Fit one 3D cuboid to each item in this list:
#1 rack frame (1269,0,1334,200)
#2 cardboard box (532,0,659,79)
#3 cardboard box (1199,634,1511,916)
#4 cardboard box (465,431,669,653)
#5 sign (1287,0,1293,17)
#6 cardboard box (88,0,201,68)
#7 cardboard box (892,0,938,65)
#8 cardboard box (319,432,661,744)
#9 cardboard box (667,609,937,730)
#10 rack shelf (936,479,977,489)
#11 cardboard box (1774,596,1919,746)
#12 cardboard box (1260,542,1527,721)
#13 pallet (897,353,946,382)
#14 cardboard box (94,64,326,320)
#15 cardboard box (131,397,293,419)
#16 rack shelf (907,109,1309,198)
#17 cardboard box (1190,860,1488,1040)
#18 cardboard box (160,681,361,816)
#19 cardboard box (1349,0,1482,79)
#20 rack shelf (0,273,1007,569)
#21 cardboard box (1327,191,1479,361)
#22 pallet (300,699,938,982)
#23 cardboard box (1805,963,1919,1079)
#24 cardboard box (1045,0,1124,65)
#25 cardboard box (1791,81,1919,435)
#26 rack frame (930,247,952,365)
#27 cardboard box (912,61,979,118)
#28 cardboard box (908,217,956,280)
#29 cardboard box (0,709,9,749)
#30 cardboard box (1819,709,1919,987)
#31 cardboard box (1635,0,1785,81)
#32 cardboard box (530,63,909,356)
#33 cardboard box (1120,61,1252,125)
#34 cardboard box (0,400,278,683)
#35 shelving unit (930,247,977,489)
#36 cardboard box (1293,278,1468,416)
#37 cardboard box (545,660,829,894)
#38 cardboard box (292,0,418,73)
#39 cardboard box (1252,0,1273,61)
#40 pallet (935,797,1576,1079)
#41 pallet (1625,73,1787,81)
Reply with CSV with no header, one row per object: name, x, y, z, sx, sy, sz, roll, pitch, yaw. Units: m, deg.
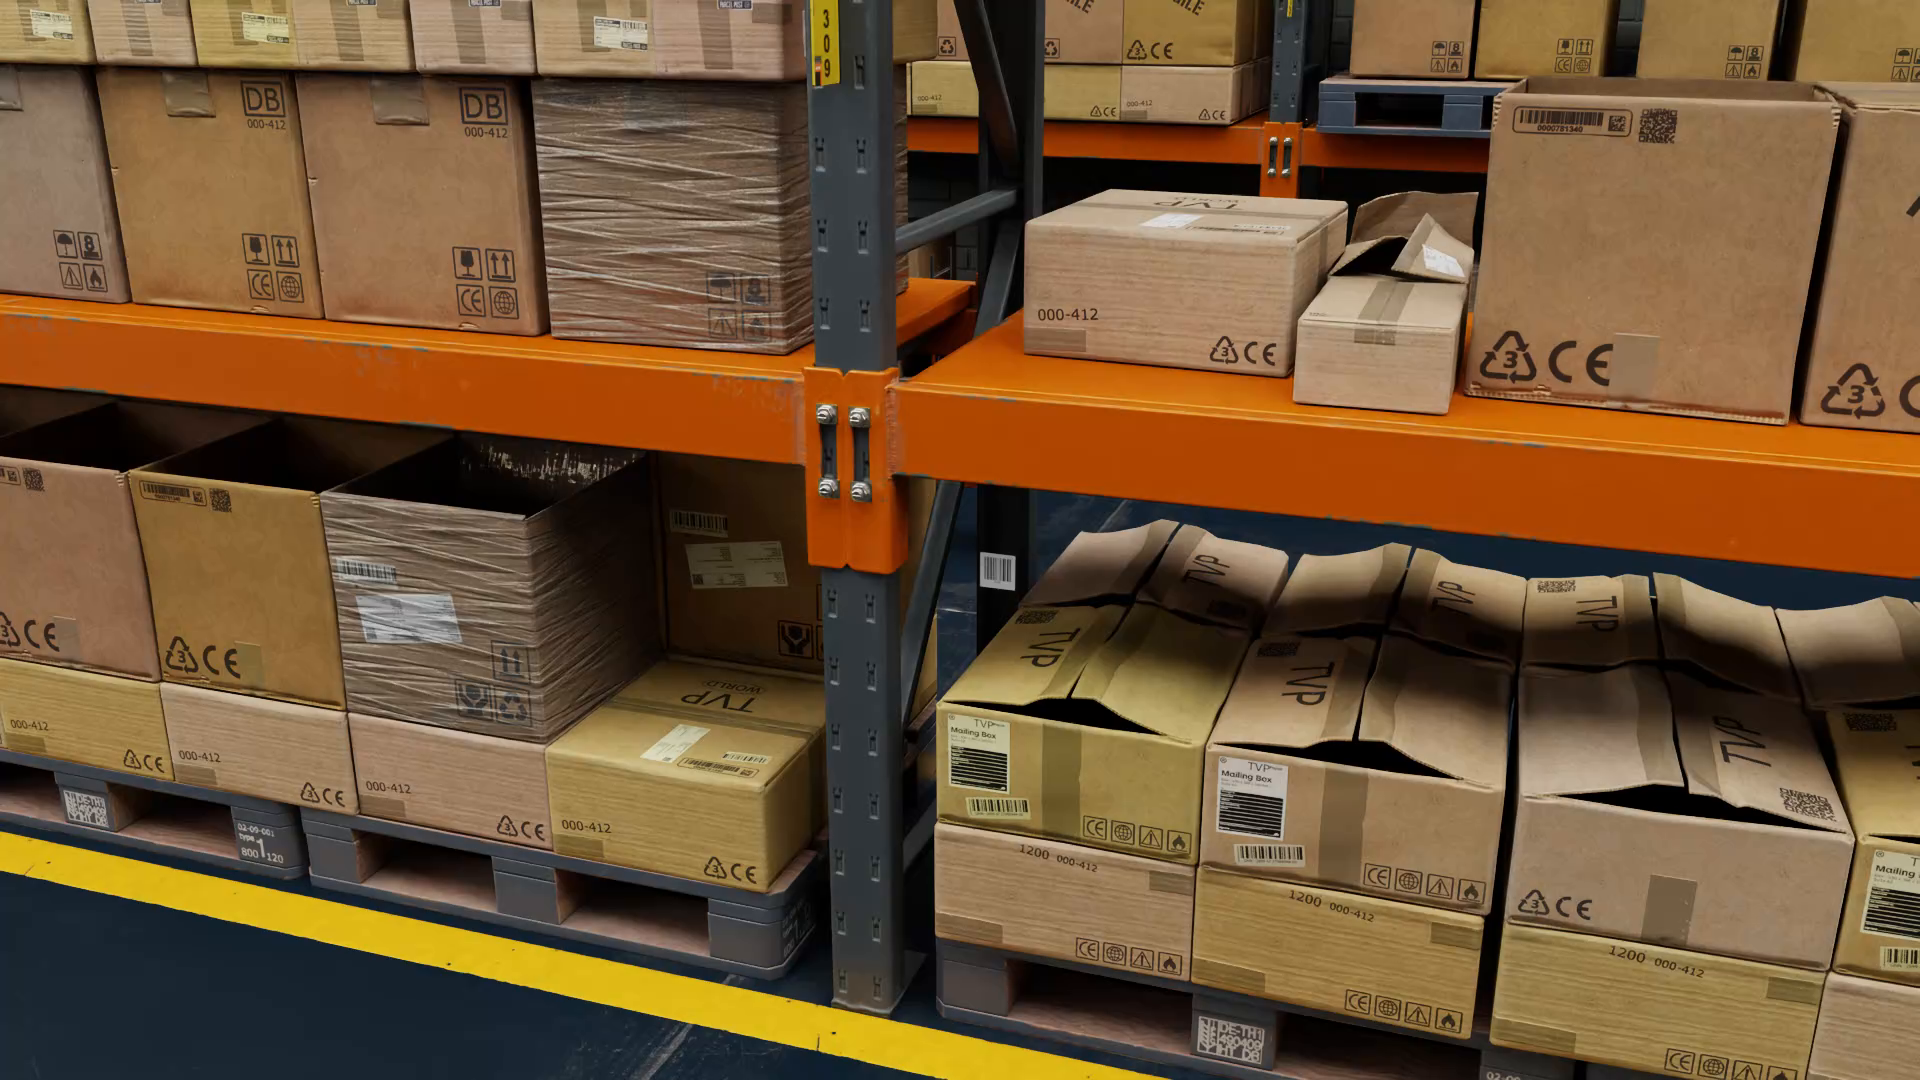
rack frame,1.586,-2.160,7.716,0.127,3.000,1.000,7,20,18
cardboard box,-0.596,-0.963,3.144,0.250,0.149,0.380,6,20,17
cardboard box,0.744,0.394,3.077,0.500,0.311,0.500,6,20,17
cardboard box,-0.846,-0.072,4.127,0.500,0.500,0.500,7,20,18
sign,1.415,-2.399,7.087,0.005,0.325,0.100,7,20,18
cardboard box,-1.562,-1.073,3.461,0.250,0.149,0.380,7,20,20
cardboard box,-0.226,-1.062,3.429,0.250,0.149,0.380,6,20,18
cardboard box,-1.014,0.087,3.670,0.500,0.500,0.500,7,20,18
cardboard box,-0.375,0.336,4.093,0.500,0.250,0.500,7,20,18
rack shelf,0.051,-0.218,5.982,0.240,0.259,0.215,7,20,18
cardboard box,1.878,0.335,3.246,0.500,0.311,0.500,6,20,17
cardboard box,0.934,0.225,3.562,0.500,0.311,0.500,7,20,20
pallet,-0.216,-1.036,8.728,1.213,0.211,1.003,7,20,18
cardboard box,-1.430,-0.823,3.728,0.500,0.500,0.700,7,20,19
cardboard box,-1.789,-0.182,4.442,0.500,0.500,0.500,7,20,18
rack shelf,-0.303,-2.036,8.454,4.000,0.370,1.077,7,20,18
cardboard box,0.746,0.657,3.174,0.500,0.250,0.500,7,20,19
cardboard box,-1.492,0.392,3.934,0.500,0.250,0.500,7,20,18
cardboard box,2.056,-2.349,7.439,0.500,0.500,0.700,7,20,18
rack shelf,-1.925,-0.496,4.034,4.000,0.370,1.077,7,20,18
cardboard box,0.855,-0.518,3.209,0.258,0.266,0.396,6,20,17
pallet,-0.773,0.598,4.039,1.213,0.211,1.003,7,20,18
cardboard box,1.717,0.767,2.857,0.500,0.250,0.500,7,20,19
cardboard box,0.565,-2.460,7.634,0.500,0.500,0.500,6,20,18
cardboard box,1.655,-0.468,2.708,0.500,0.500,0.500,7,20,18
rack frame,-0.065,-0.503,5.925,0.008,1.050,0.200,7,20,18
cardboard box,0.091,-2.161,7.917,0.500,0.250,0.500,6,20,18
cardboard box,-0.353,-1.360,8.551,0.500,0.500,0.700,5,20,15
cardboard box,-2.435,0.283,4.247,0.500,0.250,0.500,7,20,18
cardboard box,1.725,0.504,2.761,0.500,0.311,0.500,7,20,20
cardboard box,3.213,-2.225,7.083,0.500,0.500,0.700,10,21,26
cardboard box,-0.457,-0.713,3.411,0.500,0.500,0.700,6,20,17
cardboard box,1.039,-2.055,7.613,0.500,0.250,0.500,7,20,18
cardboard box,-1.965,-0.015,3.964,0.500,0.500,0.500,7,20,18
shelving unit,0.051,-0.490,5.887,0.252,1.050,0.215,7,20,18
cardboard box,0.734,-0.341,2.880,0.250,0.149,0.380,7,20,18
cardboard box,-0.546,0.499,3.628,0.500,0.250,0.500,7,20,18
cardboard box,-1.093,-1.018,3.304,0.250,0.149,0.380,6,20,18
cardboard box,1.211,-2.568,7.945,0.500,0.500,0.500,6,20,17
pallet,0.673,0.765,3.561,1.213,0.211,1.003,7,20,18
pallet,3.481,-1.838,7.084,1.213,0.211,1.003,7,20,18
